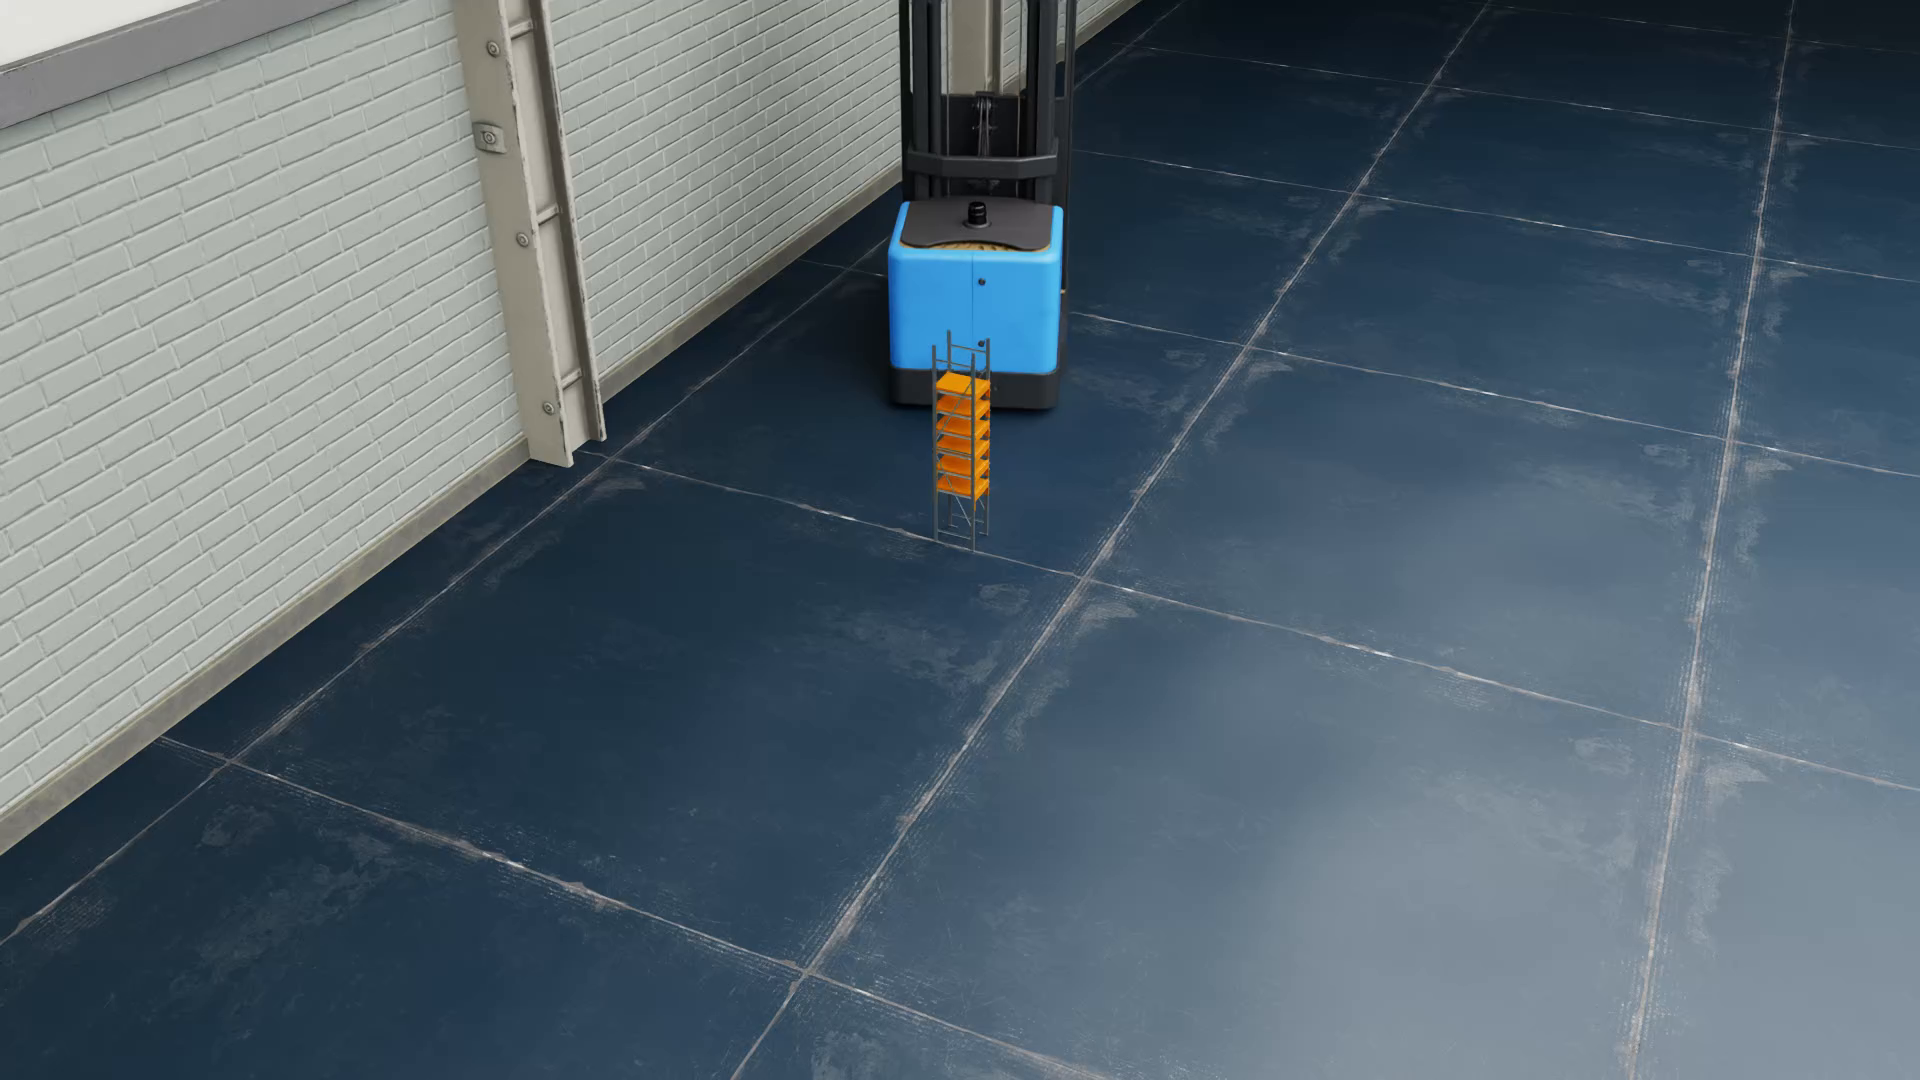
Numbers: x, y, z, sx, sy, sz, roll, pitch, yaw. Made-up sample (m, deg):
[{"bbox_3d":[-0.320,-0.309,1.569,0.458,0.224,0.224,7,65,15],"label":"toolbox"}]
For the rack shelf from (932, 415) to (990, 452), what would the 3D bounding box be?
[{"bbox_3d":[0.006,-0.572,8.759,0.258,0.103,0.180,14,36,20],"label":"rack shelf"}]

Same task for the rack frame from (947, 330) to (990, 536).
[{"bbox_3d":[0.044,-0.555,8.870,0.240,1.200,0.006,14,36,20],"label":"rack frame"}]

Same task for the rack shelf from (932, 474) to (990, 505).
[{"bbox_3d":[0.006,-0.271,8.956,0.258,0.103,0.180,14,36,20],"label":"rack shelf"}]

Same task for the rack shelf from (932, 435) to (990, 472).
[{"bbox_3d":[0.006,-0.472,8.825,0.258,0.103,0.180,14,36,20],"label":"rack shelf"}]

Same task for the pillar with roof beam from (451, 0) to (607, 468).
[{"bbox_3d":[1.553,-3.333,5.995,9.100,9.000,0.400,14,36,20],"label":"pillar with roof beam"}]

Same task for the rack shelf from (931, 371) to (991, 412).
[{"bbox_3d":[0.006,-0.773,8.627,0.258,0.103,0.180,14,36,20],"label":"rack shelf"}]

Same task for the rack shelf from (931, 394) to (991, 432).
[{"bbox_3d":[0.006,-0.673,8.693,0.258,0.103,0.180,14,36,20],"label":"rack shelf"}]

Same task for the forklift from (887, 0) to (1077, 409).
[{"bbox_3d":[0.189,-2.816,10.739,1.130,2.935,3.031,2,33,4],"label":"forklift"}]

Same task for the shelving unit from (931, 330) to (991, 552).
[{"bbox_3d":[0.006,-0.509,8.800,0.258,1.200,0.189,14,36,20],"label":"shelving unit"}]

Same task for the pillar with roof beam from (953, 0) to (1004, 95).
[{"bbox_3d":[4.064,-6.321,10.552,9.100,9.000,0.400,14,36,20],"label":"pillar with roof beam"}]

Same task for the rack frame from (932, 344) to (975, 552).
[{"bbox_3d":[-0.032,-0.463,8.731,0.240,1.200,0.006,14,36,20],"label":"rack frame"}]

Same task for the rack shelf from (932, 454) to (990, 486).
[{"bbox_3d":[0.006,-0.371,8.891,0.258,0.103,0.180,14,36,20],"label":"rack shelf"}]
